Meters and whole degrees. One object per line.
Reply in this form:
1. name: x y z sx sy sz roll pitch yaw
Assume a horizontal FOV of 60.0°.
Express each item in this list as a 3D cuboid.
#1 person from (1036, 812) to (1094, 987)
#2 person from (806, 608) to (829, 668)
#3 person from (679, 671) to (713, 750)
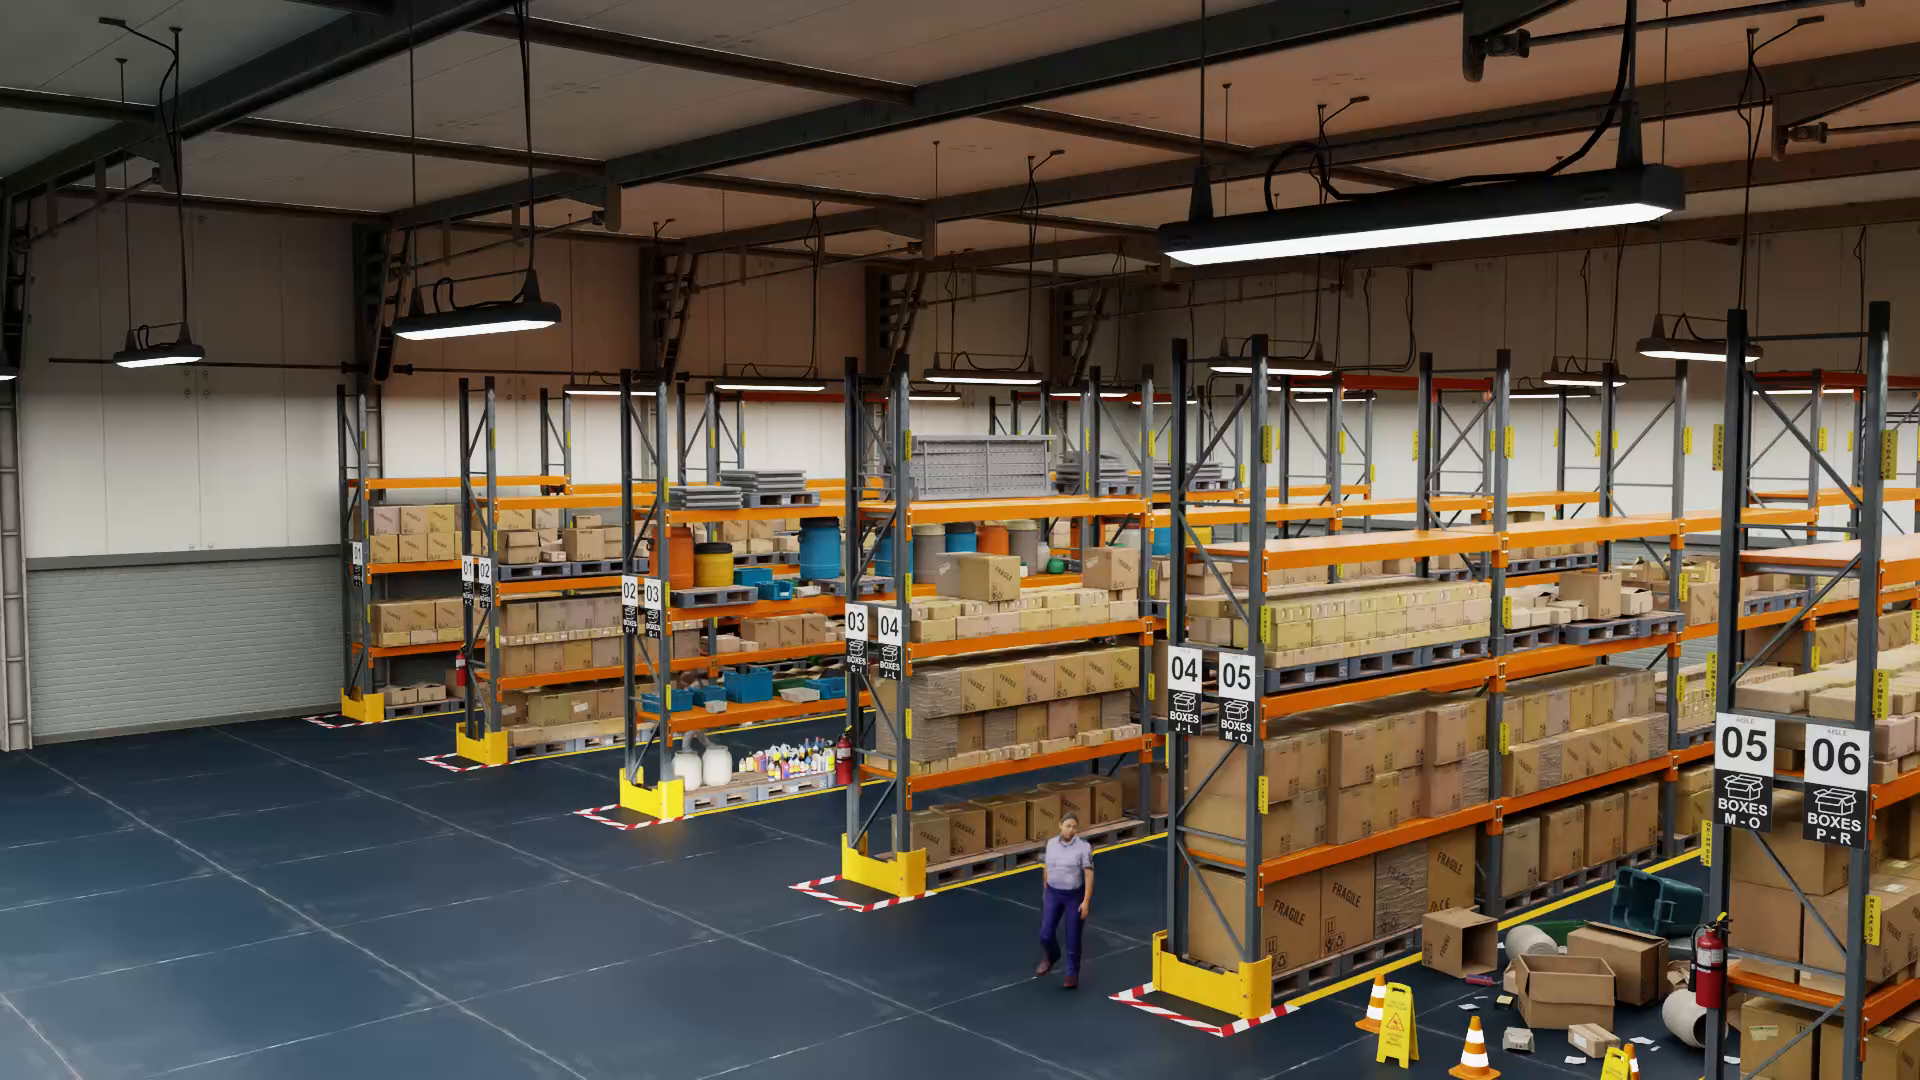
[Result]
1. person: 0.969 3.328 15.410 0.591 1.626 0.491 1 4 18
2. person: -2.948 2.096 33.563 0.701 1.748 0.935 2 4 29
3. person: -4.036 2.748 25.151 0.825 1.539 0.571 -1 4 -19
